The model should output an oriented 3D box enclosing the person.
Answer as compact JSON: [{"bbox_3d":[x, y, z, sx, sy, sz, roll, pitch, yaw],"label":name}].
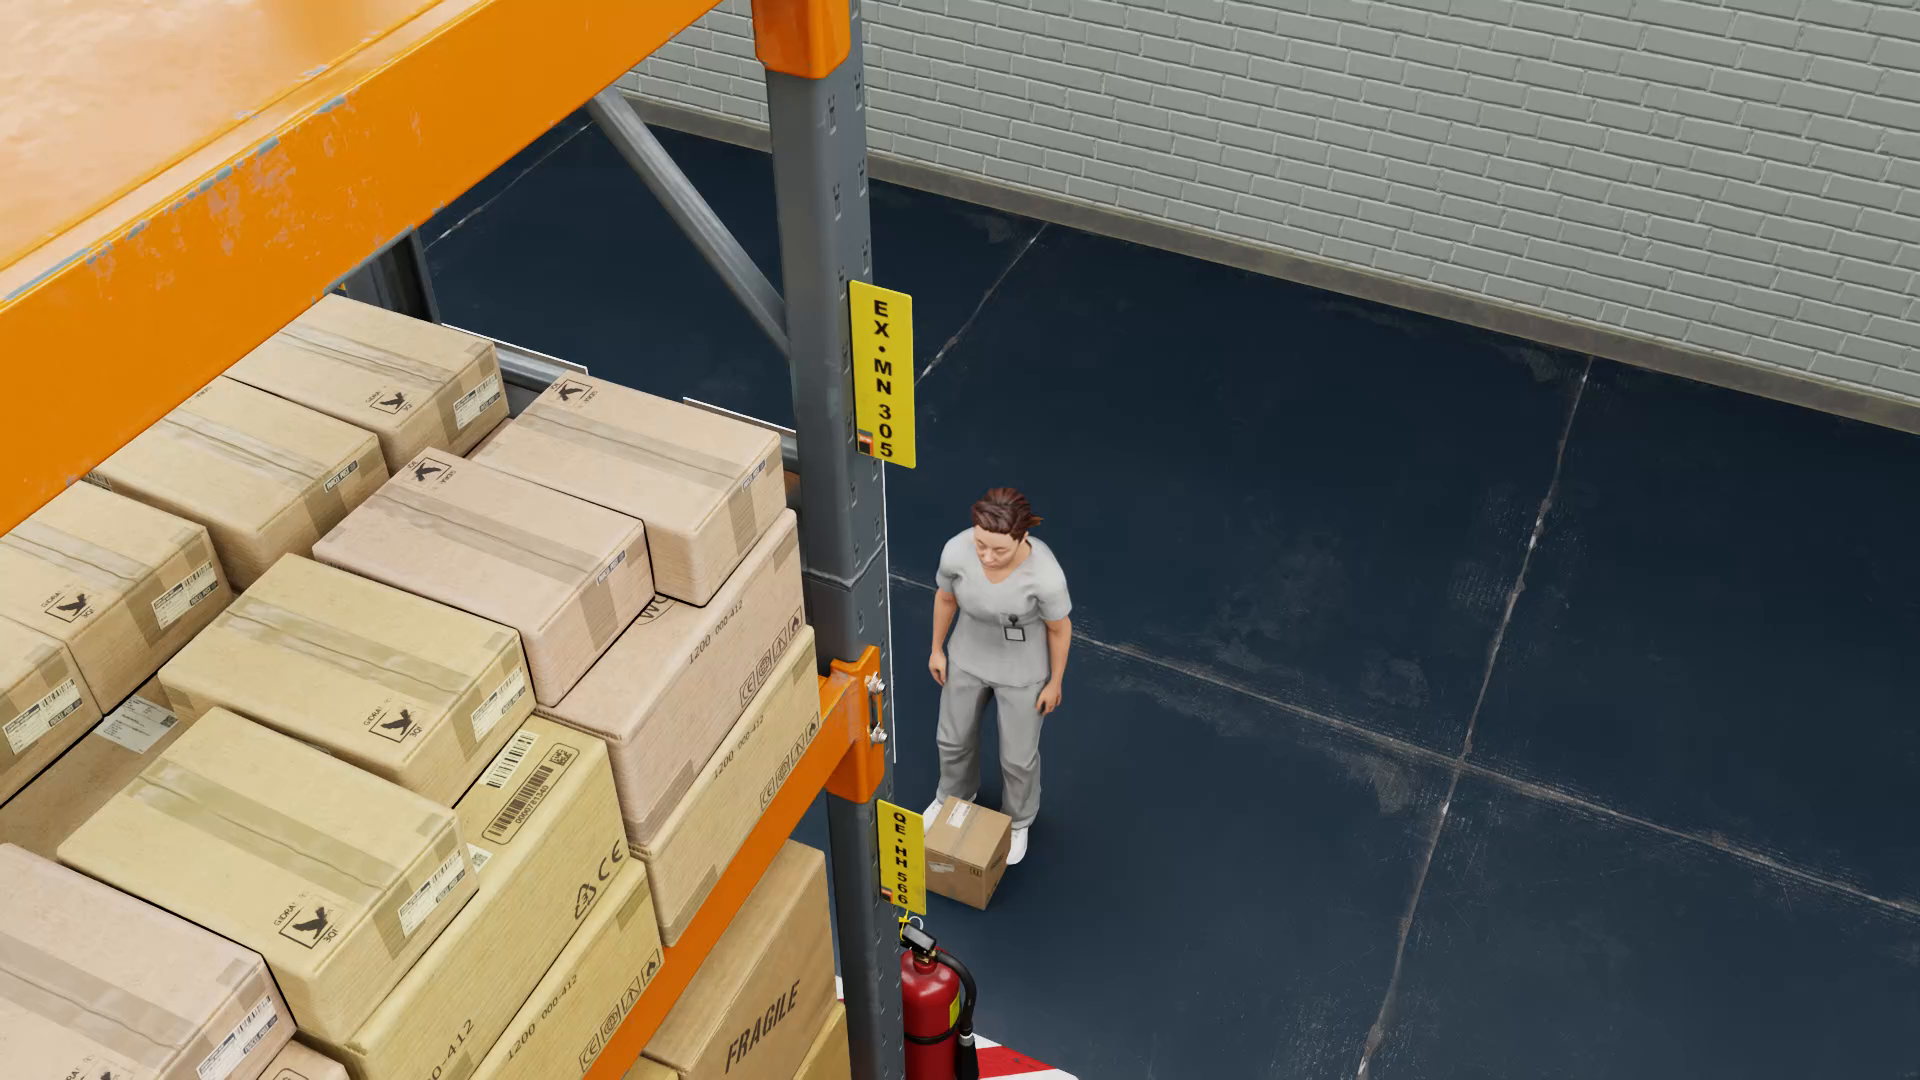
[{"bbox_3d":[0.119,0.441,5.675,0.500,1.671,0.360,15,44,16],"label":"person"}]
